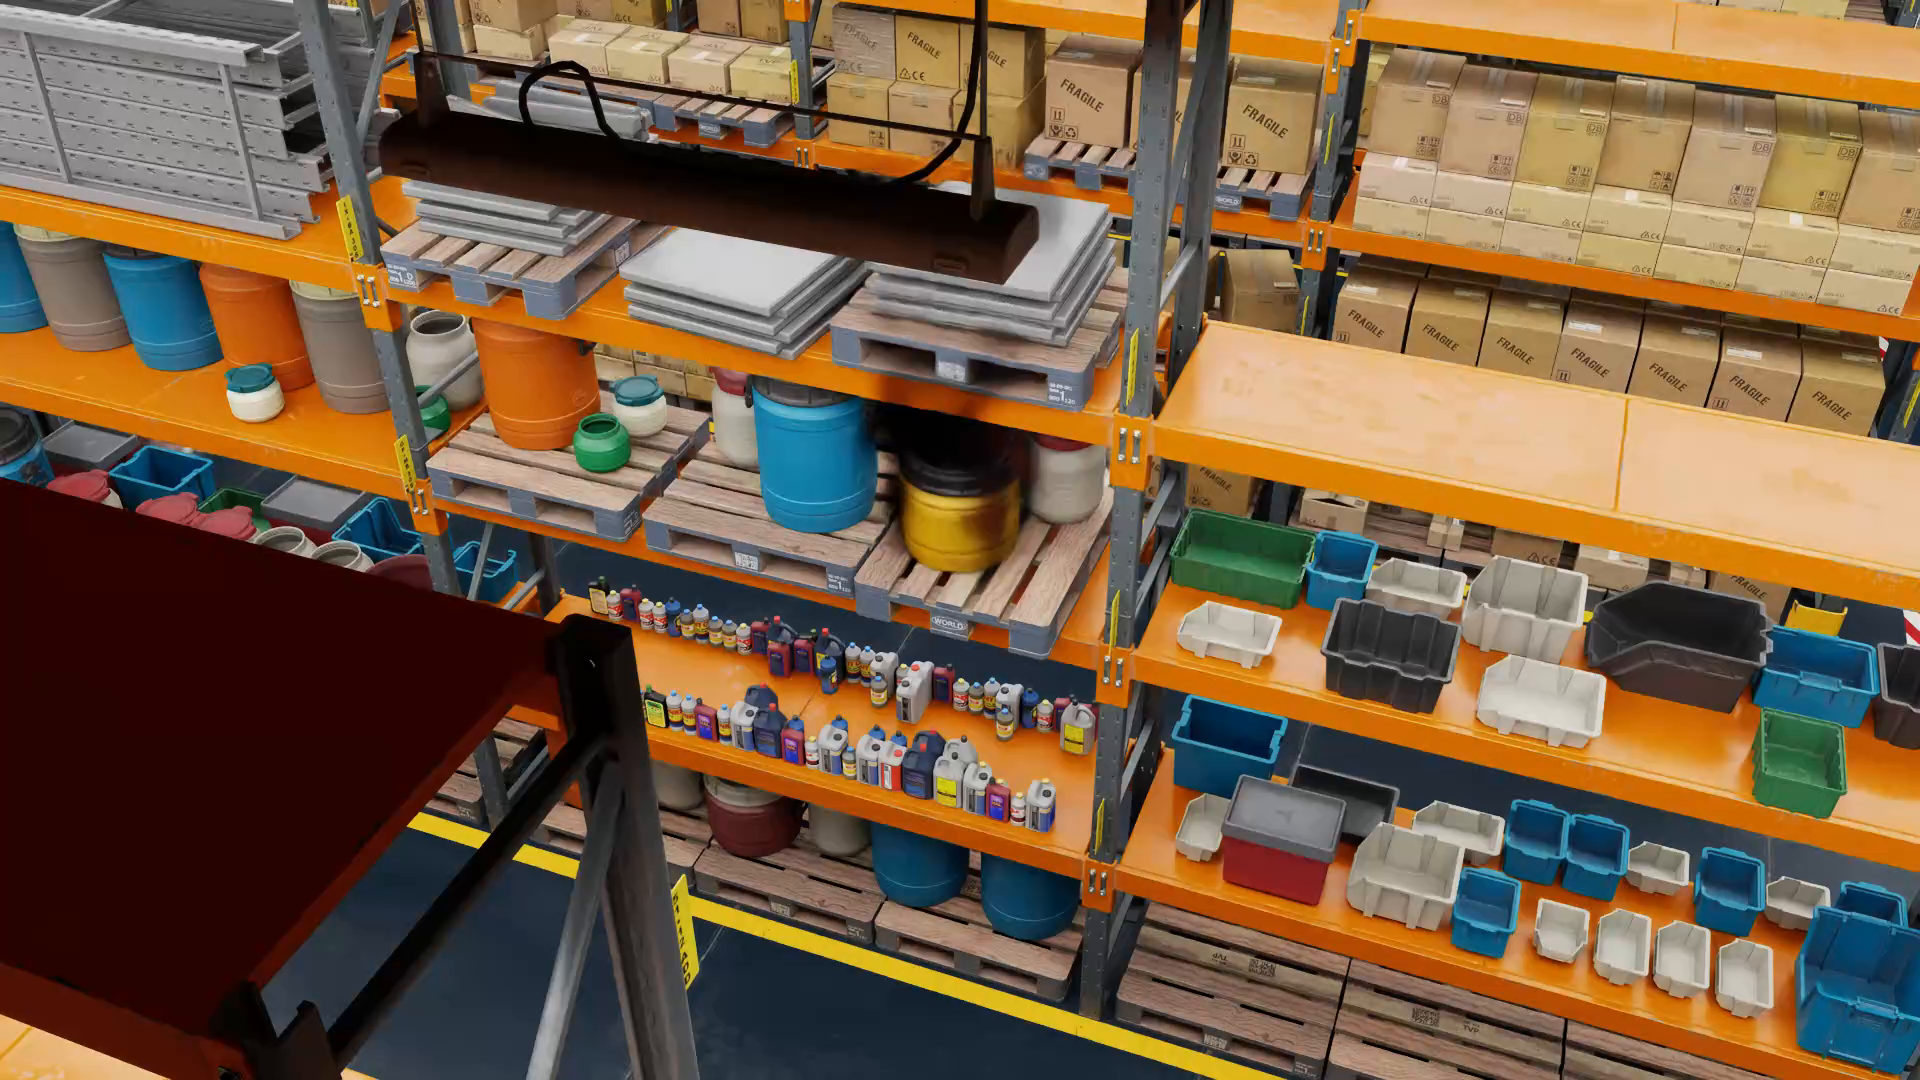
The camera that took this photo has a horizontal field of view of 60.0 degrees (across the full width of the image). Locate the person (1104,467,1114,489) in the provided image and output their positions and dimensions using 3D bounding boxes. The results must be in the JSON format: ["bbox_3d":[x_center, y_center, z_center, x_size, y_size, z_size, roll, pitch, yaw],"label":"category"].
[{"bbox_3d":[0.834,0.085,11.782,0.781,1.847,0.660,4,37,6],"label":"person"}]

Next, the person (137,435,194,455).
[{"bbox_3d":[-6.690,-1.077,13.500,0.622,1.621,0.569,6,37,8],"label":"person"}]
